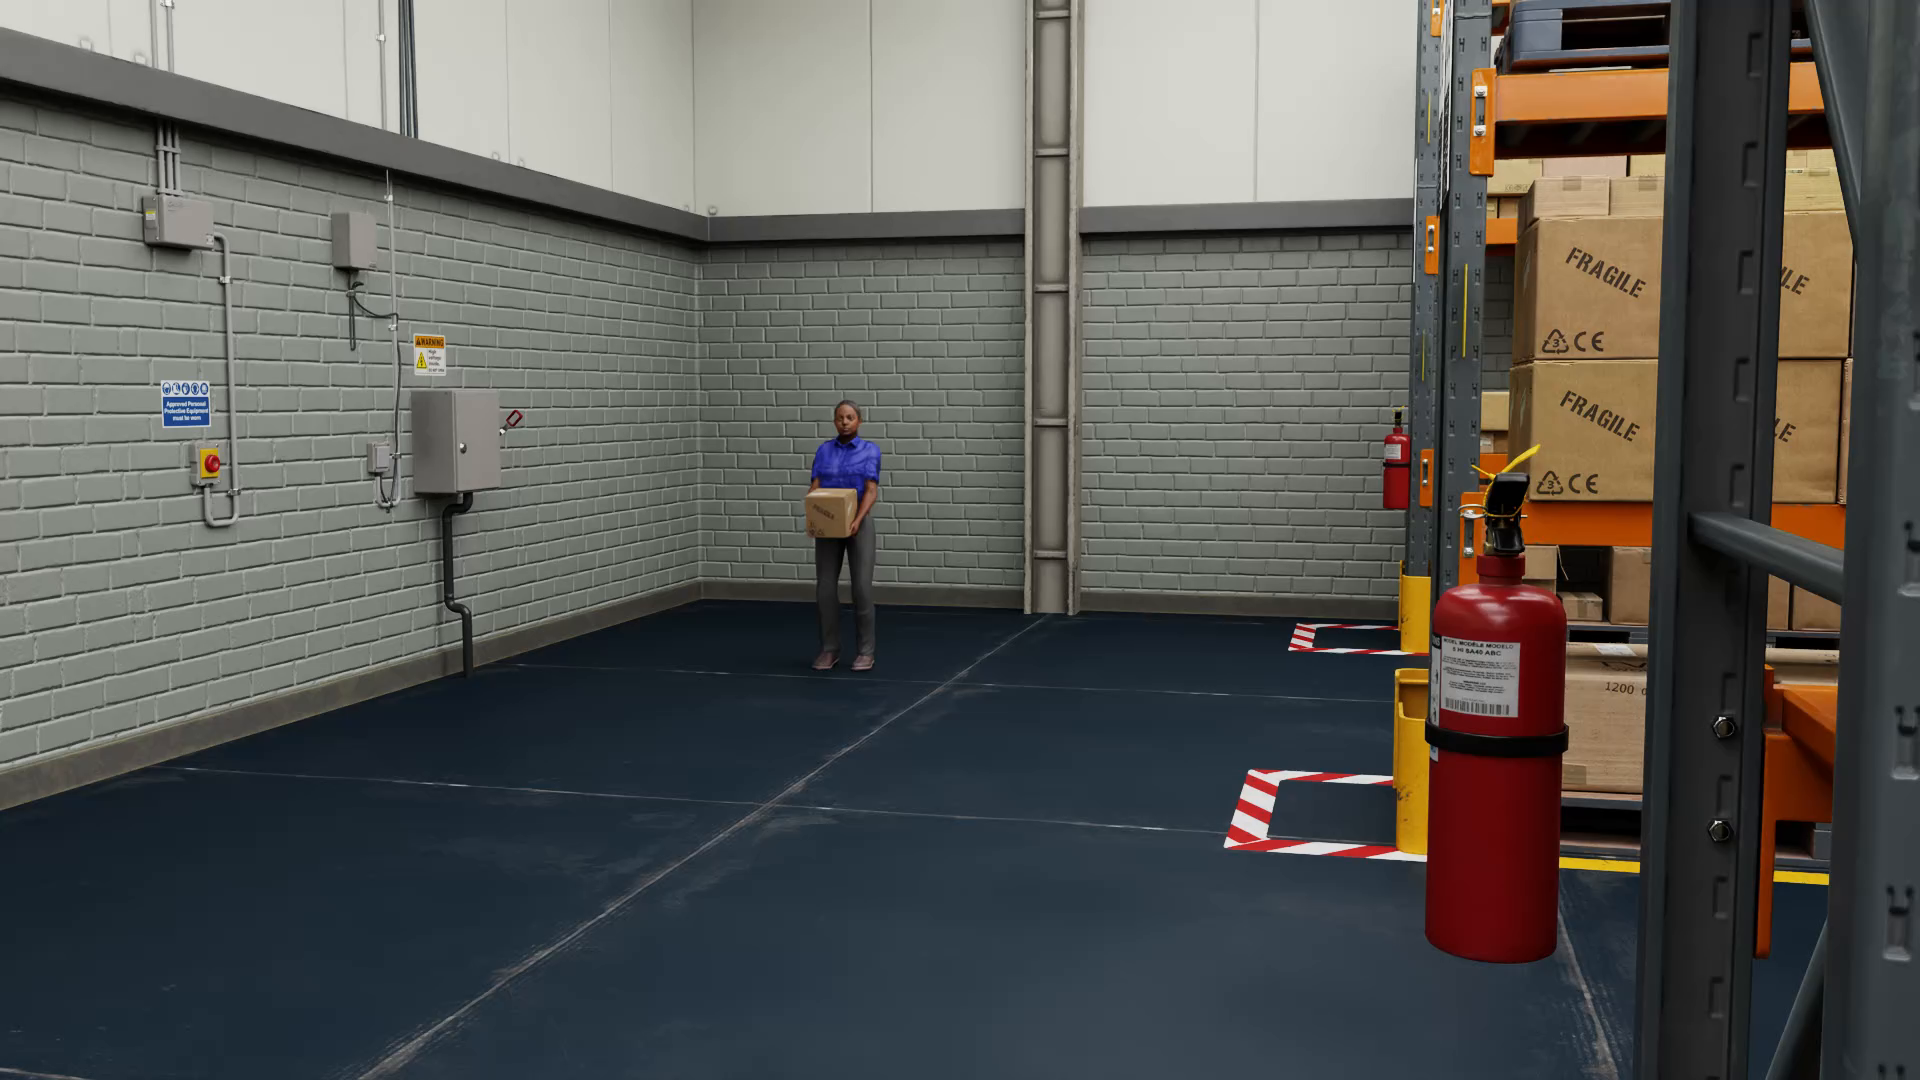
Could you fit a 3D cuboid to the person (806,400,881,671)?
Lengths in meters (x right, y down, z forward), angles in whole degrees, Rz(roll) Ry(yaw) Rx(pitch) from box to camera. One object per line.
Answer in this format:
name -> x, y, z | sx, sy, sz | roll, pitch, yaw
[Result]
person -> -0.724, -0.025, 10.156 | 0.441, 1.656, 0.499 | 1, 5, 13
